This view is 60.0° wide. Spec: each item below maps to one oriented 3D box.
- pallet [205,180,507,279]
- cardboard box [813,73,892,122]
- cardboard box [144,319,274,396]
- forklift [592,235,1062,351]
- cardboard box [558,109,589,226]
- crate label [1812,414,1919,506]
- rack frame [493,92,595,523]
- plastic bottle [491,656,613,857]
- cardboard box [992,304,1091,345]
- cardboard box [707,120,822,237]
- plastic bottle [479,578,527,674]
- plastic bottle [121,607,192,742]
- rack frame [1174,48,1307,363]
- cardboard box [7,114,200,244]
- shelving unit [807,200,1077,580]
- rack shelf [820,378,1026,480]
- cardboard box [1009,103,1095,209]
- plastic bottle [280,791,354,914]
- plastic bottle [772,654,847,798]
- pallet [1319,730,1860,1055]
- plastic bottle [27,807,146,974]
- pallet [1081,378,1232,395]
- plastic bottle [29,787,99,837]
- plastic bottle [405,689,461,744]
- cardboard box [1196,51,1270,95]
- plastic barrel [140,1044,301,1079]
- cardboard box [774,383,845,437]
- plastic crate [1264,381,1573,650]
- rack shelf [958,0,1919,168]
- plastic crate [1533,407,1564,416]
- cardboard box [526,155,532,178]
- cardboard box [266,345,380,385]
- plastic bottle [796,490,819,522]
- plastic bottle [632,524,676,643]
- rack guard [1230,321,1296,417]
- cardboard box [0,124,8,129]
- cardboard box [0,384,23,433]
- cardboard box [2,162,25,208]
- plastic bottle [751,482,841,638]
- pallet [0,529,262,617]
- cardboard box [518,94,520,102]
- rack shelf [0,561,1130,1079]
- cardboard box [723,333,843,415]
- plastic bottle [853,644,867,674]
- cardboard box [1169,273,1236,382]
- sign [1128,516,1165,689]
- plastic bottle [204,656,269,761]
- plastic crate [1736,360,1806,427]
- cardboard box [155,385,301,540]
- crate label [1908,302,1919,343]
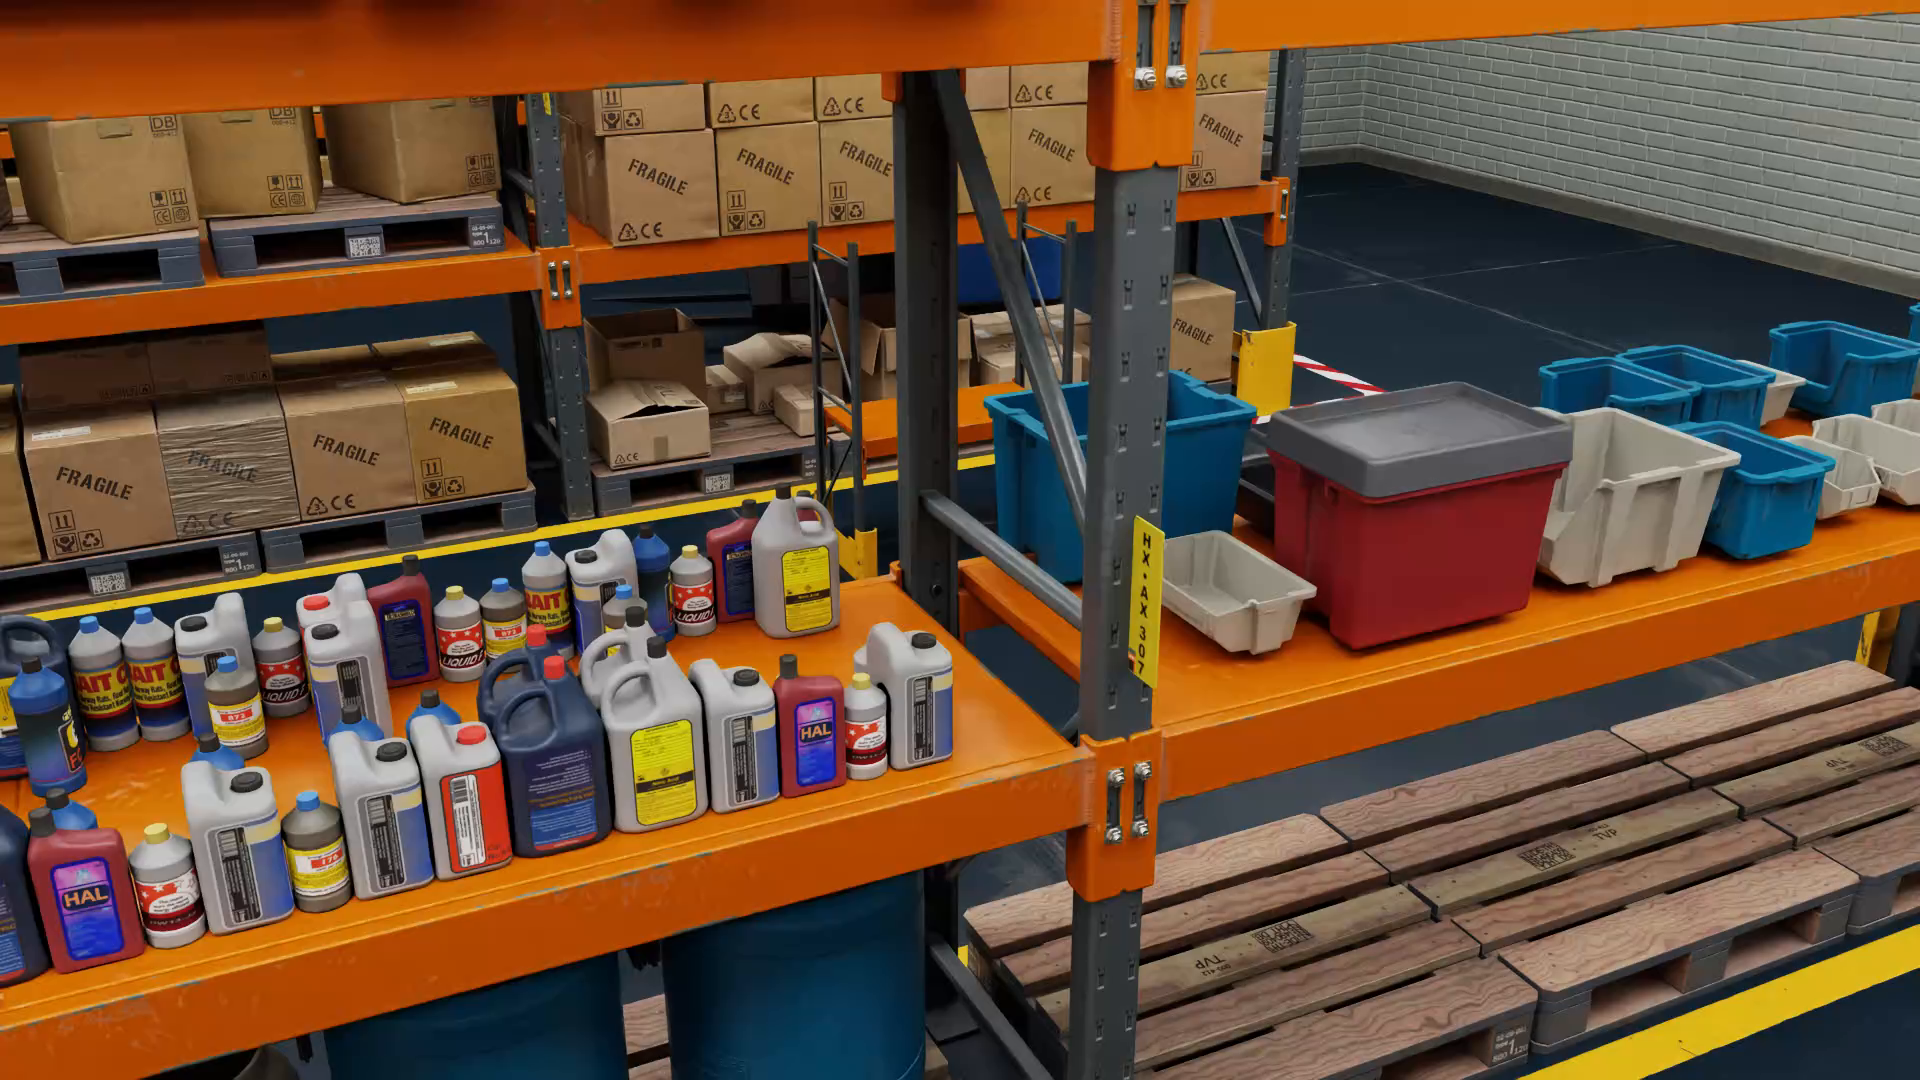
[{"bbox_3d":[-2.795,-1.466,7.620,1.213,0.211,1.003,-10,25,-24],"label":"pallet"},{"bbox_3d":[-0.553,-2.309,7.969,0.500,0.500,0.500,-11,25,-25],"label":"cardboard box"},{"bbox_3d":[-3.470,-0.882,7.671,0.500,0.250,0.500,-10,25,-24],"label":"cardboard box"},{"bbox_3d":[-0.903,-2.726,10.504,3.031,2.935,1.130,-3,23,-8],"label":"forklift"},{"bbox_3d":[-1.688,-1.867,8.207,0.500,0.500,0.500,-10,25,-23],"label":"cardboard box"},{"bbox_3d":[2.558,-0.216,4.615,0.243,0.136,0.396,-10,25,-24],"label":"crate label"},{"bbox_3d":[-2.027,-1.649,7.812,0.127,3.000,1.000,-10,25,-24],"label":"rack frame"},{"bbox_3d":[-0.735,0.377,2.982,0.185,0.351,0.144,-10,25,-24],"label":"plastic bottle"},{"bbox_3d":[0.514,-1.170,9.675,0.500,0.250,0.500,-10,25,-24],"label":"cardboard box"},{"bbox_3d":[-0.990,-1.772,7.978,0.500,0.500,0.500,-10,24,-23],"label":"cardboard box"},{"bbox_3d":[-0.998,0.182,3.647,0.097,0.201,0.097,0,22,0],"label":"plastic bottle"},{"bbox_3d":[-1.624,0.265,3.356,0.097,0.271,0.097,0,22,0],"label":"plastic bottle"},{"bbox_3d":[1.577,-2.313,9.415,0.127,3.000,1.000,-10,25,-24],"label":"rack frame"},{"bbox_3d":[-3.592,-1.575,6.954,0.500,0.500,0.700,-18,29,-37],"label":"cardboard box"},{"bbox_3d":[-0.069,-0.680,7.433,1.083,1.500,0.587,-10,25,-24],"label":"shelving unit"},{"bbox_3d":[-0.077,-0.513,7.498,1.000,0.185,0.538,-10,25,-24],"label":"rack shelf"},{"bbox_3d":[0.374,-2.023,8.584,0.500,0.500,0.500,-10,25,-23],"label":"cardboard box"},{"bbox_3d":[-1.095,0.522,2.826,0.097,0.201,0.097,0,22,0],"label":"plastic bottle"},{"bbox_3d":[-0.286,0.343,3.152,0.133,0.283,0.061,-10,25,-24],"label":"plastic bottle"},{"bbox_3d":[1.864,1.008,5.040,1.213,0.211,1.003,-10,25,-24],"label":"pallet"},{"bbox_3d":[-1.400,0.548,2.656,0.133,0.283,0.061,-10,25,-24],"label":"plastic bottle"},{"bbox_3d":[0.791,-0.879,9.598,1.213,0.211,1.003,-10,25,-24],"label":"pallet"},{"bbox_3d":[-1.450,0.530,2.717,0.097,0.271,0.097,0,22,0],"label":"plastic bottle"},{"bbox_3d":[-0.952,0.399,3.032,0.097,0.271,0.097,0,22,0],"label":"plastic bottle"},{"bbox_3d":[1.295,-2.652,8.798,0.500,0.500,0.500,-11,25,-24],"label":"cardboard box"},{"bbox_3d":[-1.565,1.279,3.443,0.421,0.512,0.421,0,22,0],"label":"plastic barrel"},{"bbox_3d":[-0.780,-0.685,8.613,0.250,0.166,0.380,-10,25,-24],"label":"cardboard box"},{"bbox_3d":[1.031,-0.061,3.812,0.583,0.464,0.402,-10,25,-24],"label":"plastic crate"},{"bbox_3d":[1.920,-1.327,4.052,4.000,0.370,1.077,-10,25,-24],"label":"rack shelf"},{"bbox_3d":[1.556,-0.240,4.674,0.466,0.136,0.293,-10,25,-24],"label":"plastic crate"},{"bbox_3d":[-3.073,-2.777,12.408,0.250,0.149,0.380,-10,24,-22],"label":"cardboard box"},{"bbox_3d":[-3.045,-0.609,7.992,0.500,0.500,0.500,-10,25,-23],"label":"cardboard box"},{"bbox_3d":[-0.398,0.026,3.918,0.133,0.283,0.061,-10,25,-24],"label":"plastic bottle"},{"bbox_3d":[-0.702,0.095,3.766,0.097,0.271,0.097,0,22,0],"label":"plastic bottle"},{"bbox_3d":[1.509,-1.145,9.863,0.348,0.500,1.175,-10,25,-24],"label":"rack guard"},{"bbox_3d":[-6.239,-2.783,10.854,0.250,0.149,0.380,-10,25,-23],"label":"cardboard box"},{"bbox_3d":[-4.424,-0.356,7.381,0.500,0.500,0.500,-11,25,-26],"label":"cardboard box"},{"bbox_3d":[-6.272,-2.113,11.194,0.750,0.750,0.750,-11,25,-24],"label":"cardboard box"},{"bbox_3d":[-0.376,0.035,3.809,0.185,0.351,0.144,-10,25,-24],"label":"plastic bottle"},{"bbox_3d":[-3.845,-0.009,7.496,1.213,0.211,1.003,-10,25,-24],"label":"pallet"},{"bbox_3d":[-3.683,-3.579,12.081,0.700,0.700,0.980,-10,25,-23],"label":"cardboard box"},{"bbox_3d":[-1.684,0.723,3.023,4.000,0.370,1.077,-10,25,-24],"label":"rack shelf"},{"bbox_3d":[-0.961,-0.927,9.008,0.500,0.311,0.500,-10,25,-24],"label":"cardboard box"},{"bbox_3d":[-0.168,0.287,3.394,0.097,0.201,0.097,0,22,0],"label":"plastic bottle"},{"bbox_3d":[1.194,-1.186,9.386,0.500,0.500,0.500,-10,25,-24],"label":"cardboard box"},{"bbox_3d":[0.355,0.120,3.175,0.005,0.325,0.100,-10,25,-24],"label":"sign"},{"bbox_3d":[-1.437,0.328,3.296,0.097,0.201,0.097,0,22,0],"label":"plastic bottle"},{"bbox_3d":[2.421,-0.446,5.173,0.298,0.136,0.250,-10,25,-24],"label":"plastic crate"},{"bbox_3d":[-3.249,-0.355,7.378,0.500,0.500,0.500,-10,25,-23],"label":"cardboard box"},{"bbox_3d":[3.357,-0.628,5.486,0.303,0.233,0.416,-10,25,-24],"label":"crate label"}]
